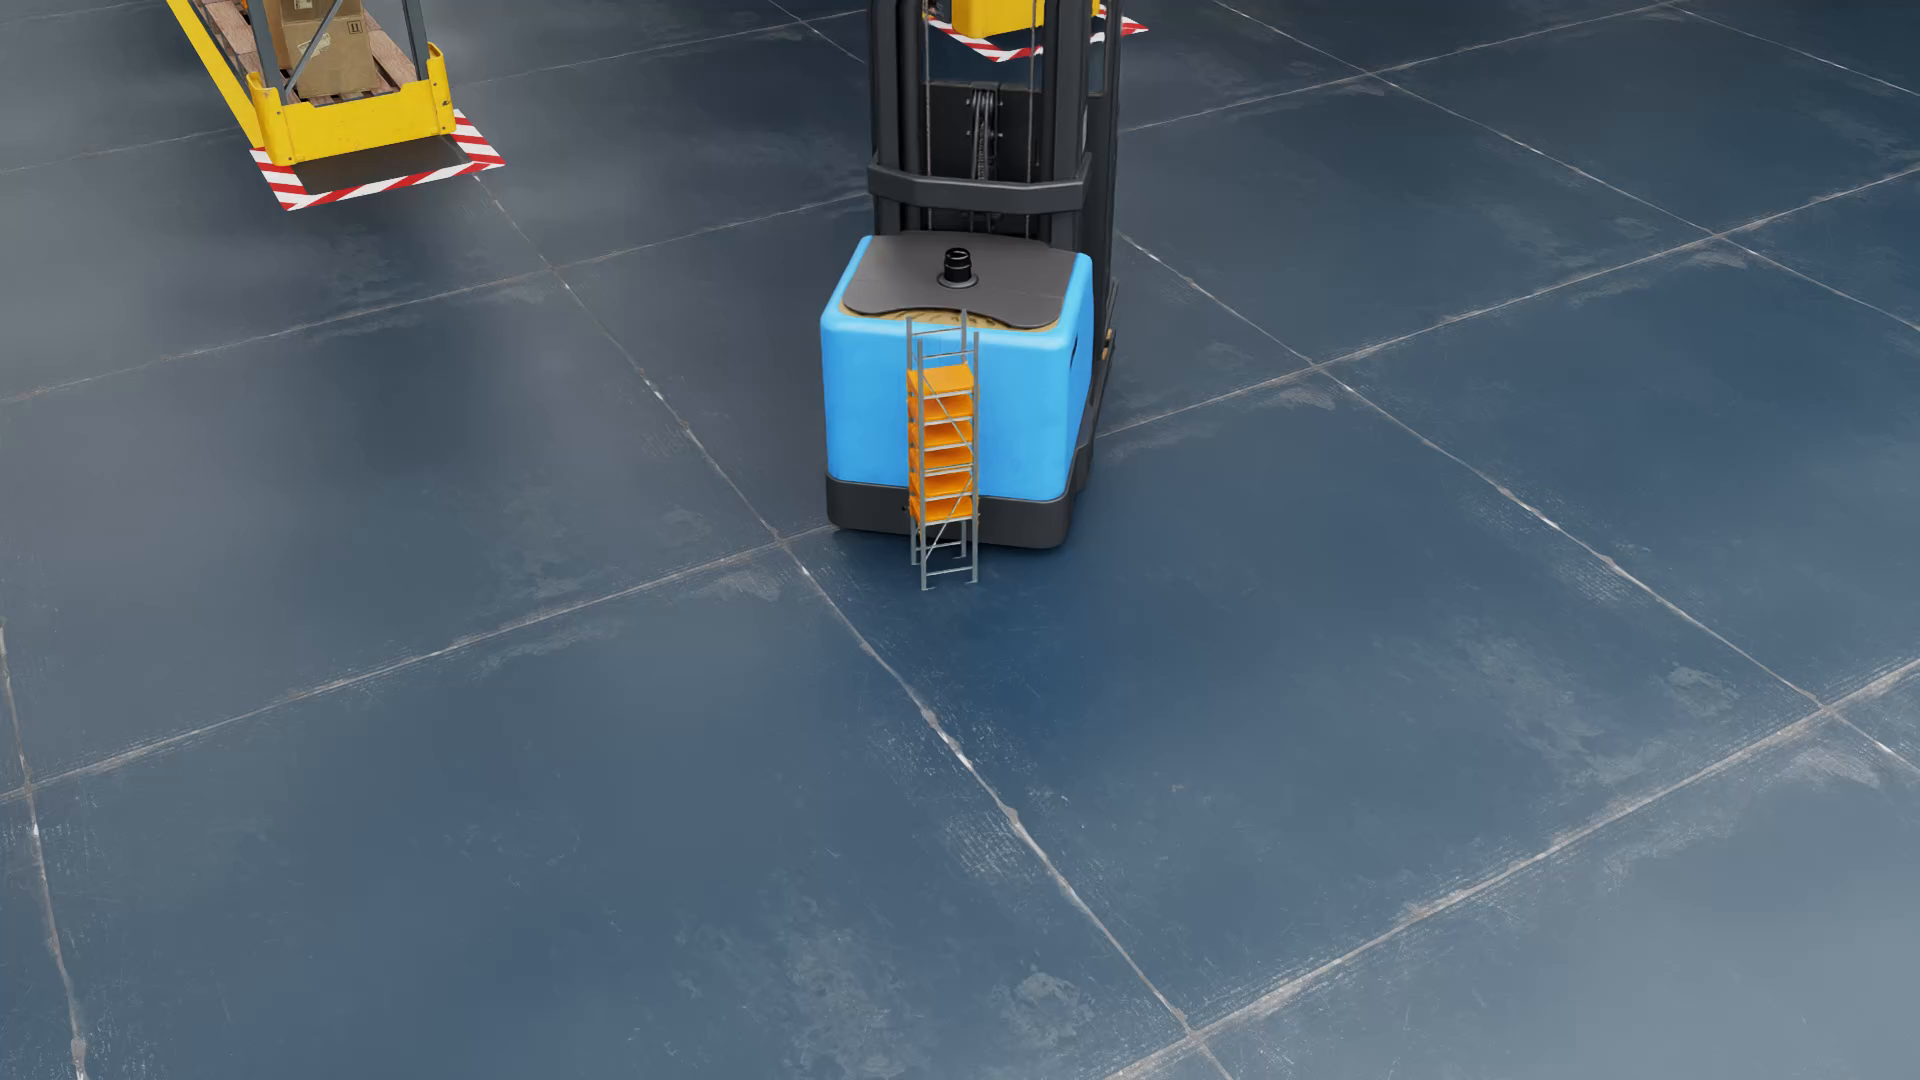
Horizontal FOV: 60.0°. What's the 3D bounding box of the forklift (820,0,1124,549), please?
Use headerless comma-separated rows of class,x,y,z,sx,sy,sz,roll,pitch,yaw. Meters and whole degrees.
forklift,0.191,-2.010,7.517,1.130,2.935,3.031,6,37,8

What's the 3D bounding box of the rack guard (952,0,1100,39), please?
rack guard,0.507,-4.170,12.535,1.175,0.500,0.348,-19,40,-24

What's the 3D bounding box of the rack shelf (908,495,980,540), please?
rack shelf,-0.068,-0.111,6.867,0.258,0.103,0.180,-9,37,-12

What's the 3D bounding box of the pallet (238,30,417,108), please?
pallet,-4.261,-3.111,11.330,1.003,0.211,1.213,-19,40,-24

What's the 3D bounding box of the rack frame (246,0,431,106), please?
rack frame,-3.845,-3.773,9.873,1.000,3.000,0.127,-19,40,-24

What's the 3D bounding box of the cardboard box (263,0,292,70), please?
cardboard box,-4.474,-3.551,11.333,0.500,0.500,0.500,-9,37,-12

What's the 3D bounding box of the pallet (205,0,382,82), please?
pallet,-4.869,-3.732,12.181,1.003,0.211,1.213,-19,40,-24

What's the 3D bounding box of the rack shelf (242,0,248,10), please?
rack shelf,-4.850,-4.503,11.482,1.077,0.370,4.000,-19,40,-24

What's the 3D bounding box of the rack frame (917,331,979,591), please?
rack frame,-0.044,-0.288,6.627,0.240,1.200,0.006,-9,37,-12

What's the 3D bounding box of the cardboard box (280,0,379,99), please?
cardboard box,-4.144,-3.257,10.929,0.500,0.500,0.500,-12,38,-16

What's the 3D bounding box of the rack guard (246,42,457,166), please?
rack guard,-3.883,-2.803,10.663,1.175,0.500,0.348,-19,40,-24

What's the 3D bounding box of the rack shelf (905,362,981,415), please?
rack shelf,-0.068,-0.595,6.513,0.258,0.103,0.180,-9,37,-12

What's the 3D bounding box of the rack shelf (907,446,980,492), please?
rack shelf,-0.068,-0.305,6.725,0.258,0.103,0.180,-9,37,-12

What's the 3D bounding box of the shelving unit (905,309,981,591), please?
shelving unit,-0.068,-0.341,6.699,0.258,1.200,0.189,-9,37,-12

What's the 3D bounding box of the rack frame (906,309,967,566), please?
rack frame,-0.091,-0.393,6.770,0.240,1.200,0.006,-9,37,-12

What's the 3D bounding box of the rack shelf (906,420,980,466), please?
rack shelf,-0.068,-0.402,6.654,0.258,0.103,0.180,-9,37,-12

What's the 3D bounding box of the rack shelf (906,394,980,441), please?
rack shelf,-0.068,-0.499,6.584,0.258,0.103,0.180,-9,37,-12

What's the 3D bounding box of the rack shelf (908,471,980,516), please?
rack shelf,-0.068,-0.208,6.796,0.258,0.103,0.180,-9,37,-12

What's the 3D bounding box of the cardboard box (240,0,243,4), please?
cardboard box,-5.014,-4.174,12.185,0.500,0.500,0.500,-23,42,-28

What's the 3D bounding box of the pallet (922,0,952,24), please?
pallet,0.025,-4.450,13.164,1.003,0.211,1.213,-19,40,-24

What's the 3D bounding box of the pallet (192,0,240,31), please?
pallet,-5.486,-4.355,13.034,1.003,0.211,1.213,-19,40,-24
